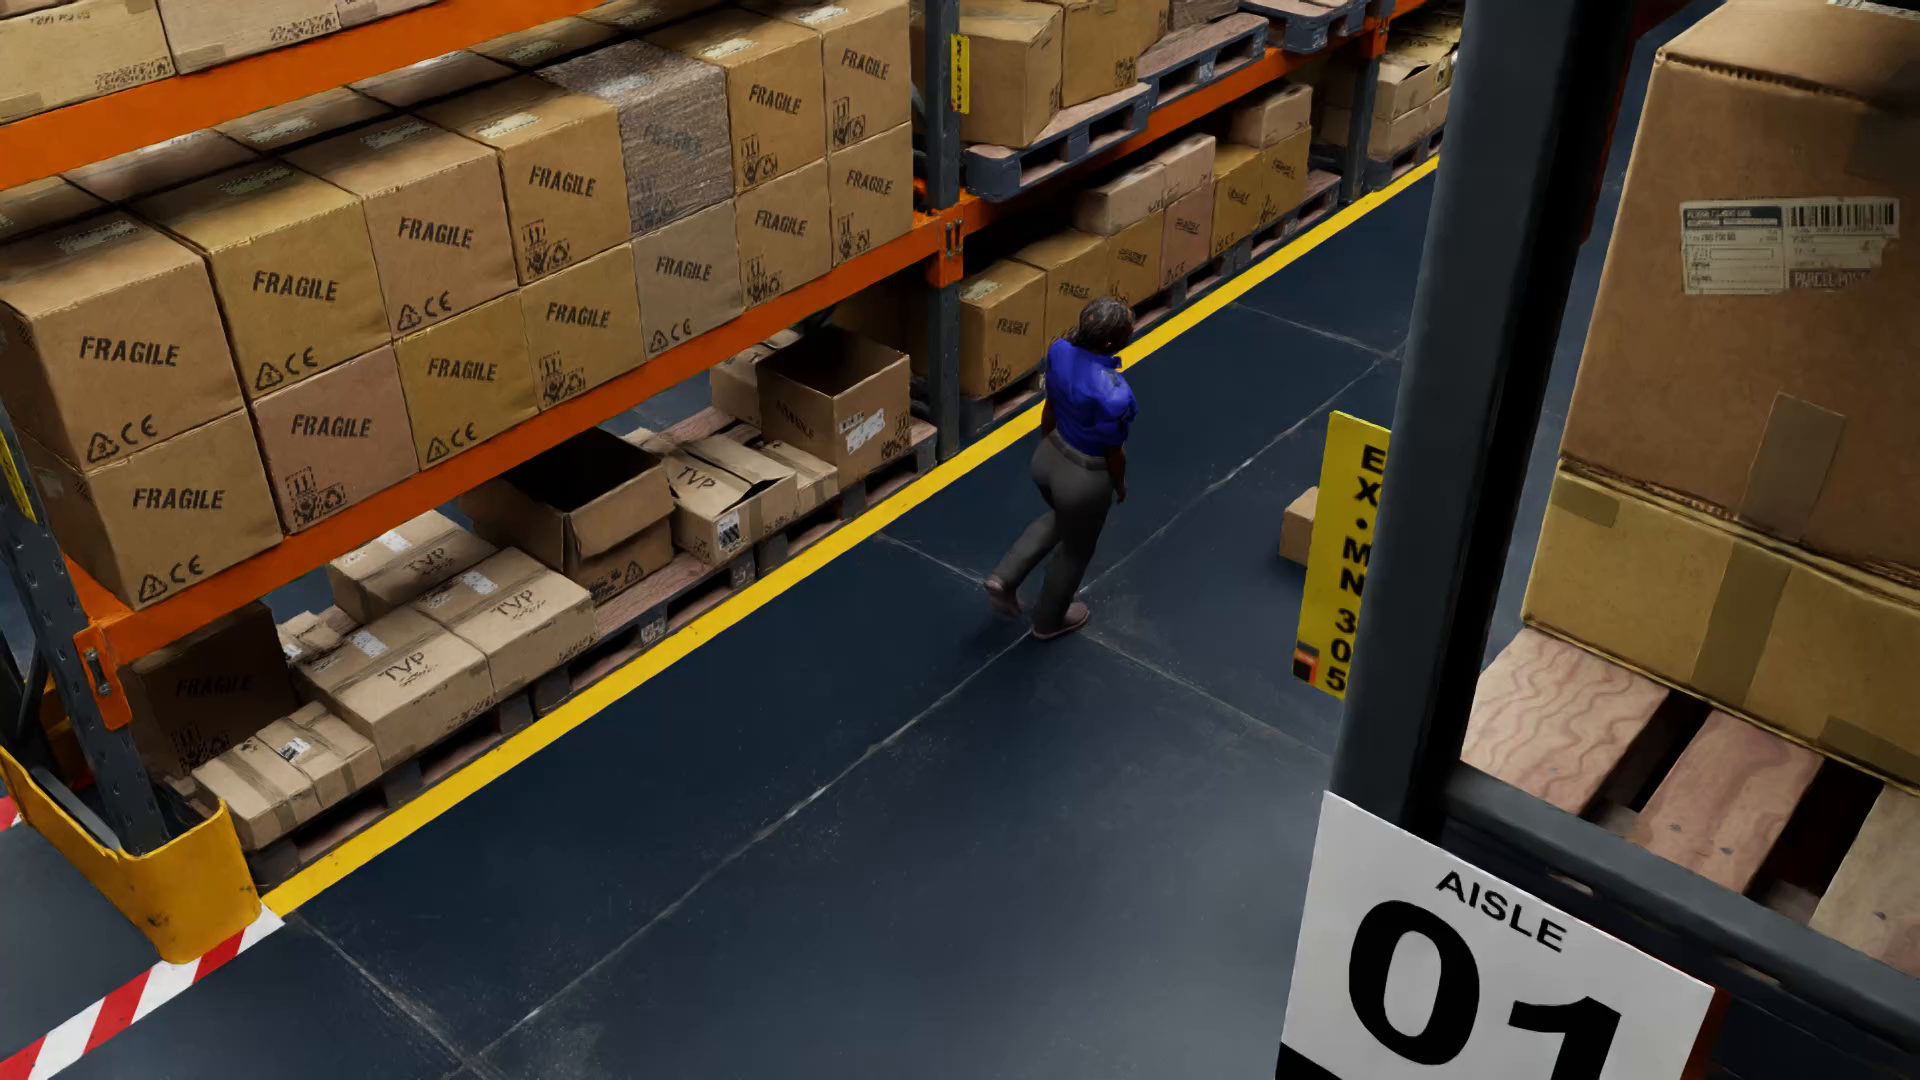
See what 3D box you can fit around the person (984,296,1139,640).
[{"bbox_3d":[0.423,-0.249,6.495,0.465,1.630,0.566,-22,41,-28],"label":"person"}]
